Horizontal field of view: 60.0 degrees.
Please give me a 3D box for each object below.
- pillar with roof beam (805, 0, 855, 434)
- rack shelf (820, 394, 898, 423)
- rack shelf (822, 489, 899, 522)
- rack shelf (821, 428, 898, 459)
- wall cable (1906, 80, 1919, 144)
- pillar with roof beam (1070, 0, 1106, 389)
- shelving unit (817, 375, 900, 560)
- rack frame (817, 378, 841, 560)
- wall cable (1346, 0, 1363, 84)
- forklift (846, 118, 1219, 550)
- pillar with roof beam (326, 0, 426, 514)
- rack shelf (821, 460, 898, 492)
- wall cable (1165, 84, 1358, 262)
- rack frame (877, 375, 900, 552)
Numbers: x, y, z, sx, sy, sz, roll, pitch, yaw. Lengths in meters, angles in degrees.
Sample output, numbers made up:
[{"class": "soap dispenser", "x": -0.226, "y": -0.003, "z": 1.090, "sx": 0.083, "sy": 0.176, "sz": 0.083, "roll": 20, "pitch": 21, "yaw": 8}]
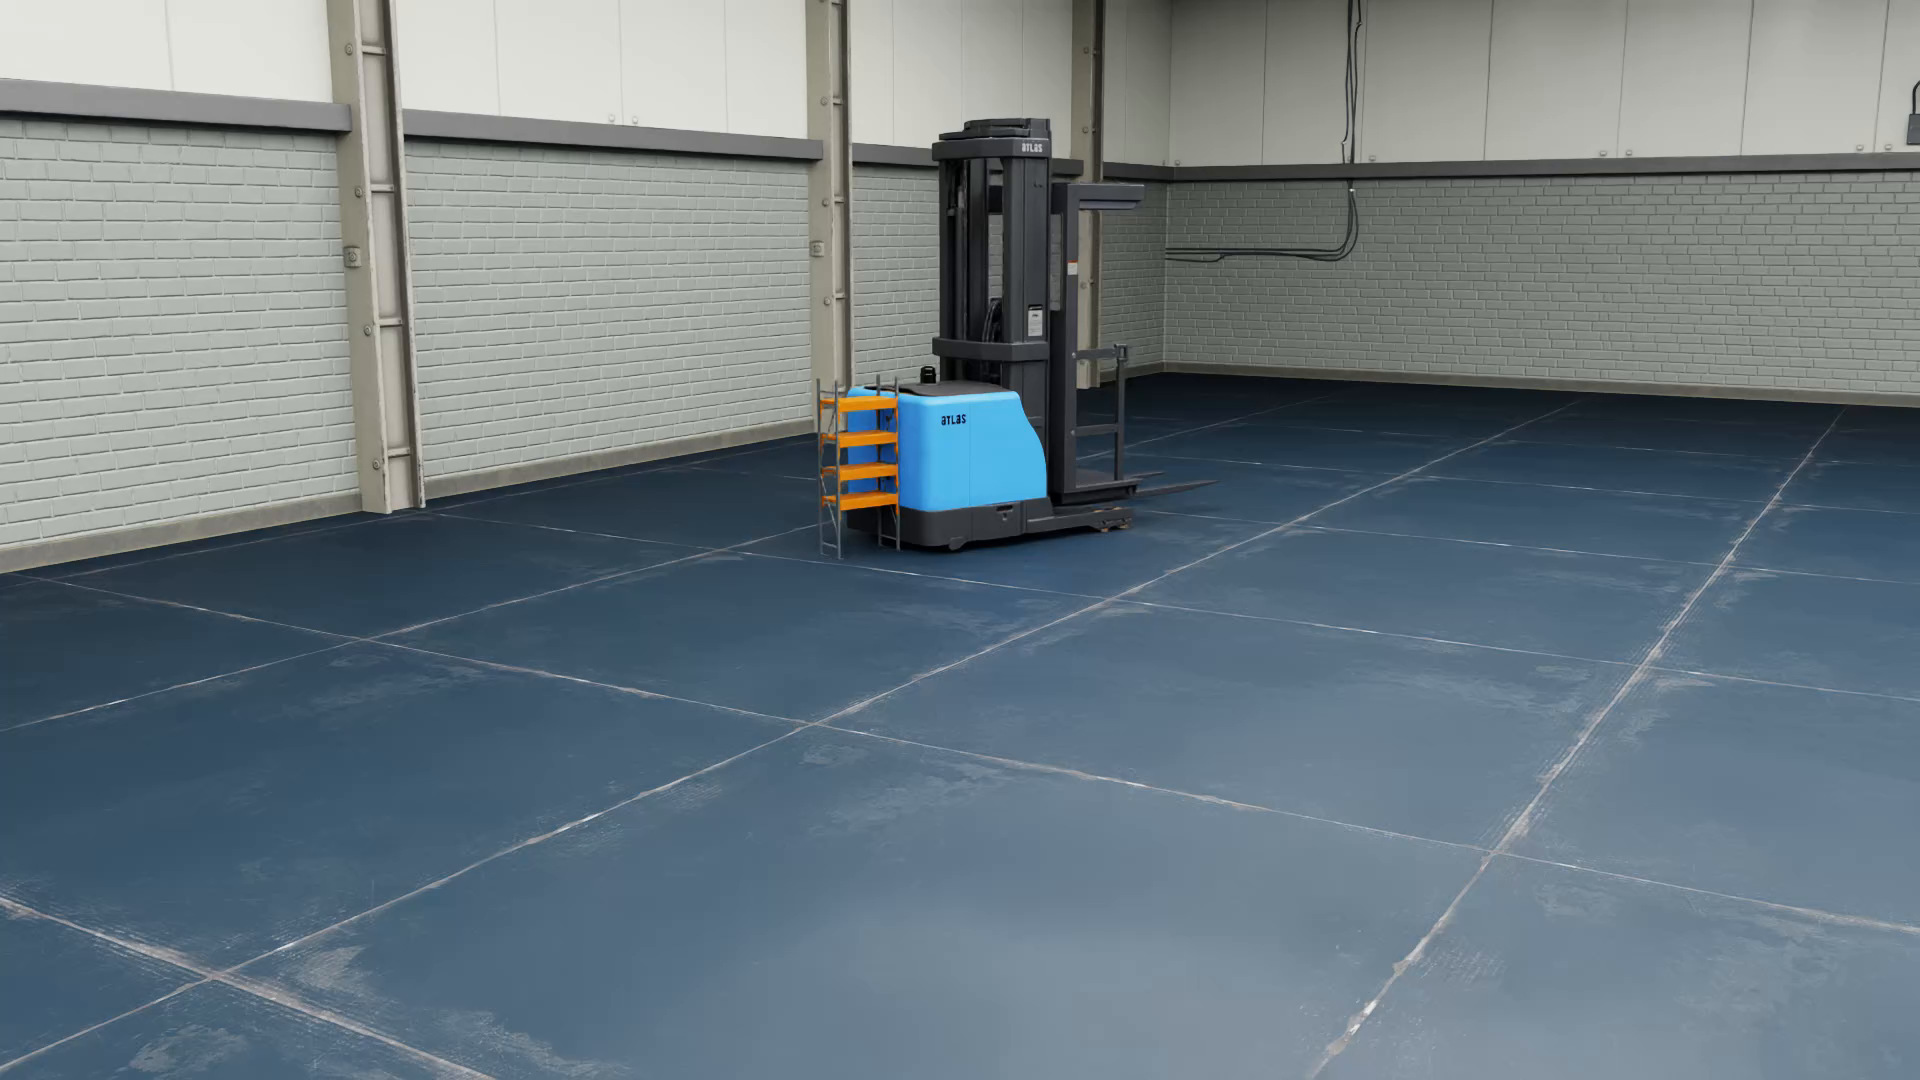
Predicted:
[{"class": "pillar with roof beam", "x": 2.296, "y": -5.205, "z": 15.216, "sx": 9.100, "sy": 9.000, "sz": 0.400, "roll": 6, "pitch": 12, "yaw": 31}, {"class": "rack shelf", "x": -0.687, "y": -0.887, "z": 11.211, "sx": 0.480, "sy": 0.148, "sz": 0.258, "roll": -8, "pitch": 13, "yaw": -37}, {"class": "rack shelf", "x": -0.687, "y": -0.240, "z": 11.332, "sx": 0.480, "sy": 0.148, "sz": 0.258, "roll": -8, "pitch": 13, "yaw": -37}, {"class": "rack shelf", "x": -0.687, "y": -0.655, "z": 11.255, "sx": 0.480, "sy": 0.148, "sz": 0.258, "roll": -8, "pitch": 13, "yaw": -37}, {"class": "wall cable", "x": 12.497, "y": -7.659, "z": 19.083, "sx": 2.305, "sy": 6.003, "sz": 0.169, "roll": 6, "pitch": 12, "yaw": 31}, {"class": "pillar with roof beam", "x": 5.411, "y": -6.149, "z": 20.257, "sx": 9.100, "sy": 9.000, "sz": 0.400, "roll": 6, "pitch": 12, "yaw": 31}, {"class": "shelving unit", "x": -0.687, "y": -0.501, "z": 11.284, "sx": 0.503, "sy": 1.200, "sz": 0.258, "roll": -8, "pitch": 13, "yaw": -37}, {"class": "rack frame", "x": -0.880, "y": -0.473, "z": 11.137, "sx": 0.015, "sy": 1.200, "sz": 0.240, "roll": -8, "pitch": 13, "yaw": -37}, {"class": "wall cable", "x": 6.703, "y": -7.595, "z": 22.694, "sx": 3.097, "sy": 2.526, "sz": 0.112, "roll": 6, "pitch": 12, "yaw": 31}, {"class": "forklift", "x": 0.656, "y": -1.566, "z": 12.267, "sx": 3.031, "sy": 2.935, "sz": 1.130, "roll": -8, "pitch": 13, "yaw": -37}, {"class": "pillar with roof beam", "x": -0.819, "y": -4.261, "z": 10.176, "sx": 9.100, "sy": 9.000, "sz": 0.400, "roll": 6, "pitch": 12, "yaw": 31}, {"class": "rack shelf", "x": -0.687, "y": -0.435, "z": 11.296, "sx": 0.480, "sy": 0.148, "sz": 0.258, "roll": -8, "pitch": 13, "yaw": -37}, {"class": "wall cable", "x": 4.391, "y": -5.371, "z": 24.539, "sx": 3.097, "sy": 2.526, "sz": 0.112, "roll": 6, "pitch": 12, "yaw": 31}, {"class": "rack frame", "x": -0.494, "y": -0.528, "z": 11.430, "sx": 0.015, "sy": 1.200, "sz": 0.240, "roll": -8, "pitch": 13, "yaw": -37}]
